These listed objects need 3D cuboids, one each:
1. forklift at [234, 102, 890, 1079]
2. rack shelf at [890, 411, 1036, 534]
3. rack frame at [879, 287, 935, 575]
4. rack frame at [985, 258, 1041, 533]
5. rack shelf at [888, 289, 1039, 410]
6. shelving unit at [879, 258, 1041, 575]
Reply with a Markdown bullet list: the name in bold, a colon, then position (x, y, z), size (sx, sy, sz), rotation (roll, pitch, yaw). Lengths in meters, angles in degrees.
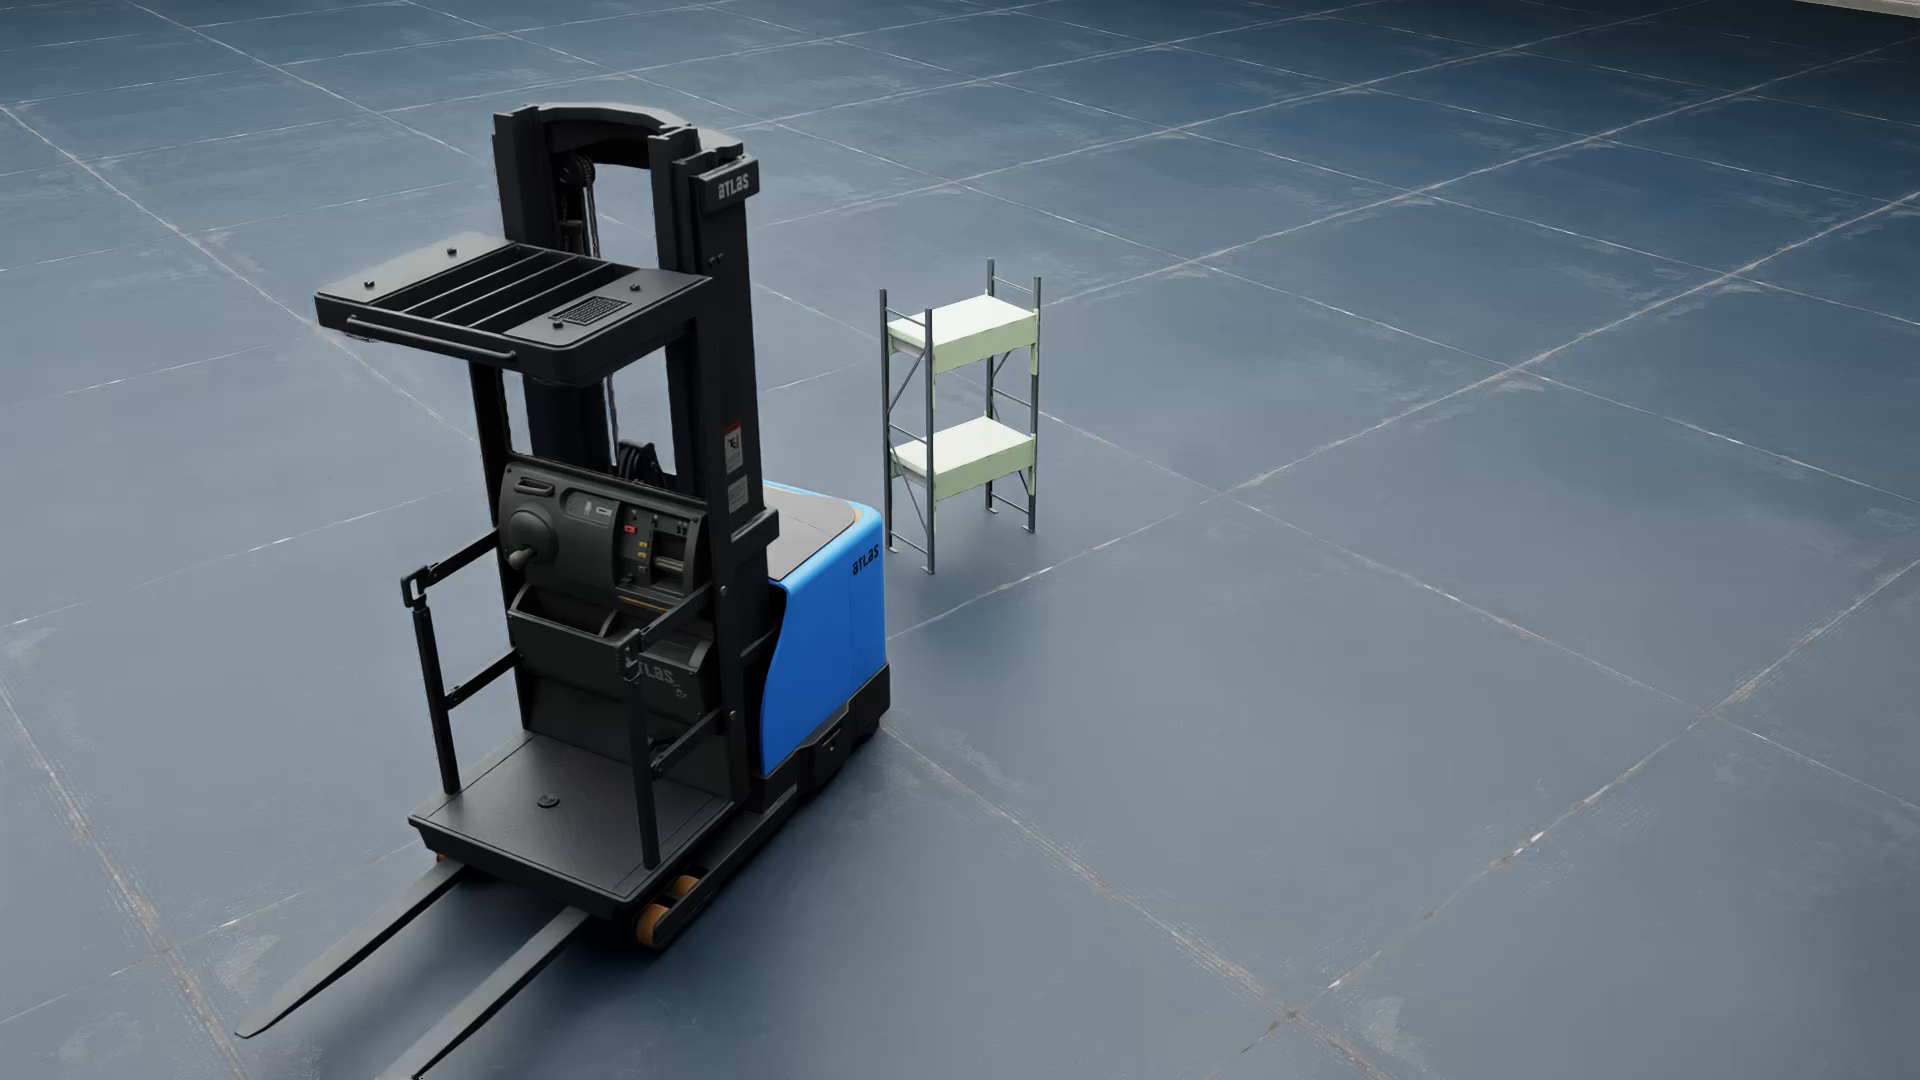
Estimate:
- **forklift**: position (-1.460, 0.021, 6.100), size (1.130, 2.935, 3.031), rotation (14, 31, 25)
- **rack shelf**: position (0.005, -0.376, 9.054), size (0.720, 0.370, 0.431), rotation (-22, 35, -35)
- **rack frame**: position (-0.273, -0.552, 8.691), size (0.023, 1.500, 0.400), rotation (-22, 35, -35)
- **rack frame**: position (0.284, -0.775, 9.110), size (0.023, 1.500, 0.400), rotation (-22, 35, -35)
- **rack shelf**: position (0.005, -1.008, 8.716), size (0.720, 0.370, 0.431), rotation (-22, 35, -35)
- **shelving unit**: position (0.005, -0.664, 8.900), size (0.755, 1.500, 0.431), rotation (-22, 35, -35)
